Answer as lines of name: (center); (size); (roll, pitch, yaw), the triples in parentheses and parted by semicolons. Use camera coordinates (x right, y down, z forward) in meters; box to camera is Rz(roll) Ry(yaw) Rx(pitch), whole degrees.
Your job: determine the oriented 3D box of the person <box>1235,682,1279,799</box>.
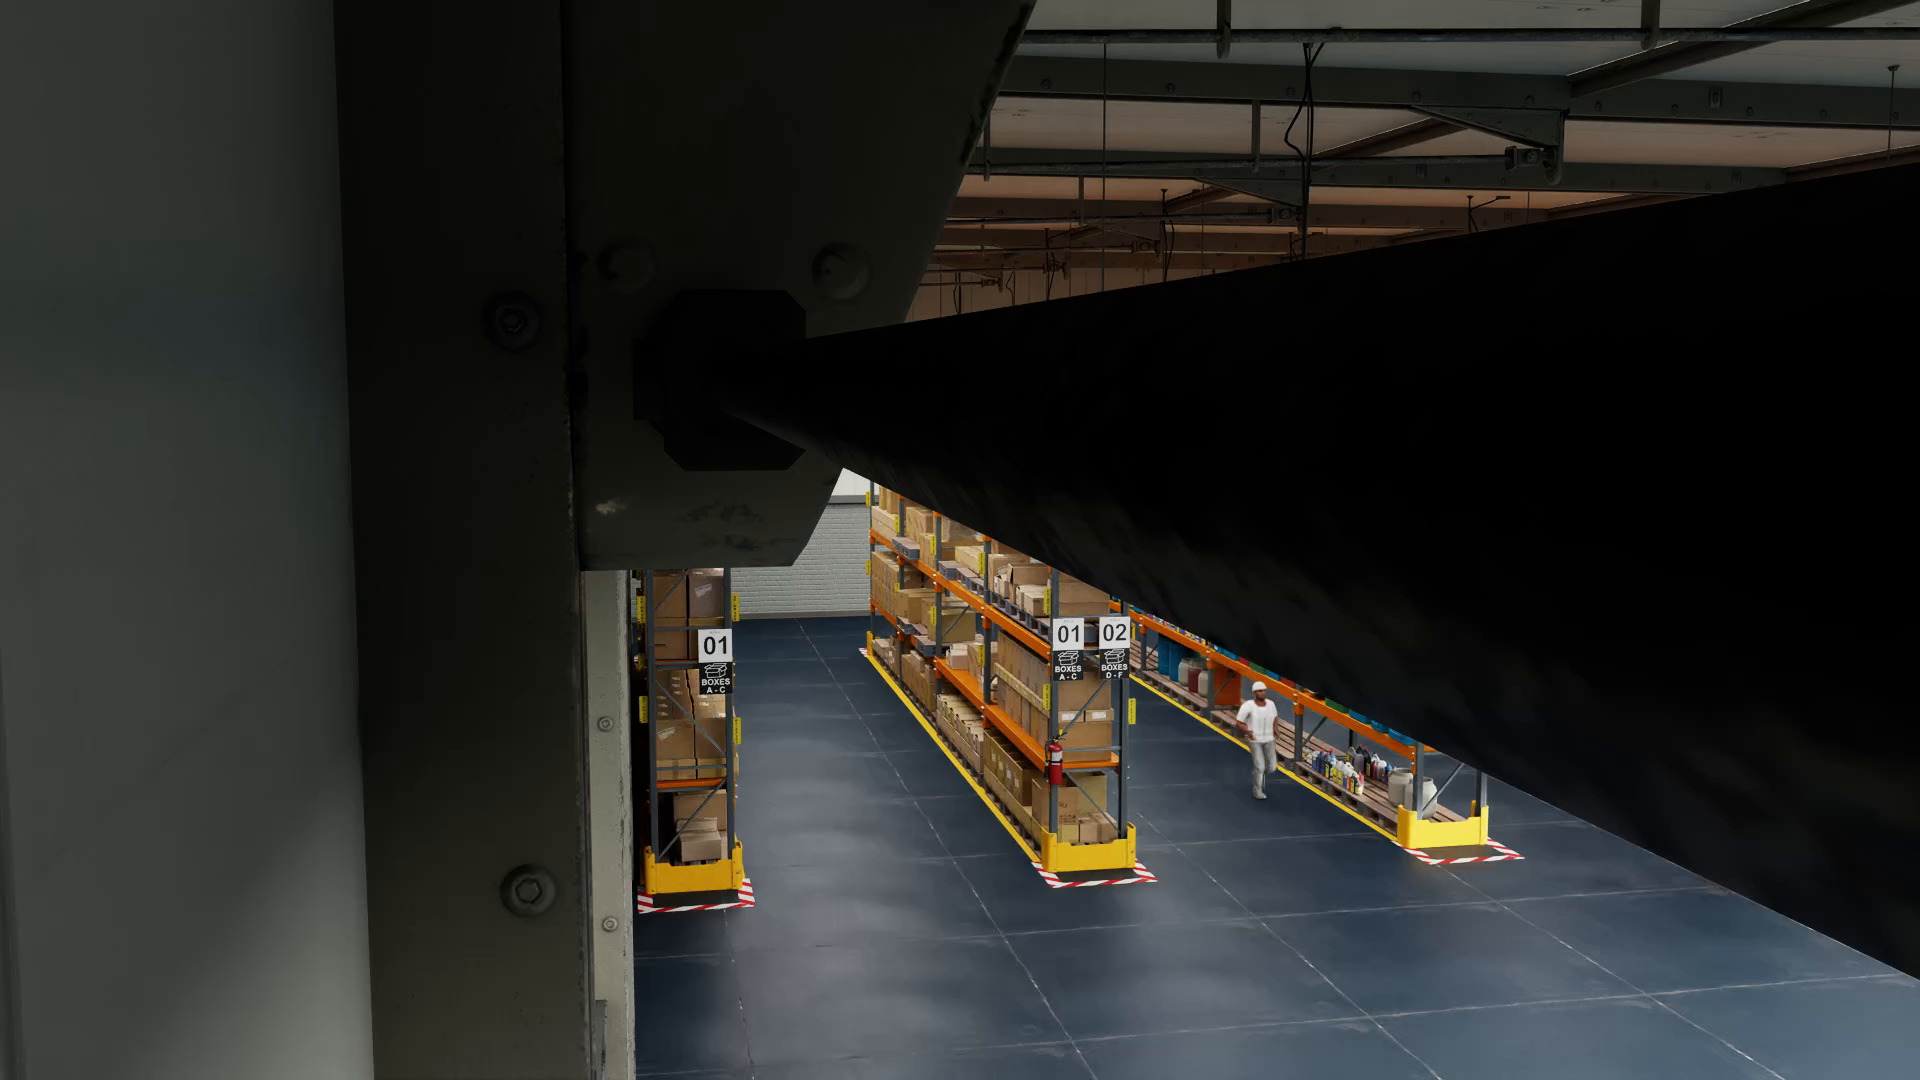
person: (4.395, 2.930, 24.402); (0.696, 1.718, 0.605); (-2, 6, -17)
